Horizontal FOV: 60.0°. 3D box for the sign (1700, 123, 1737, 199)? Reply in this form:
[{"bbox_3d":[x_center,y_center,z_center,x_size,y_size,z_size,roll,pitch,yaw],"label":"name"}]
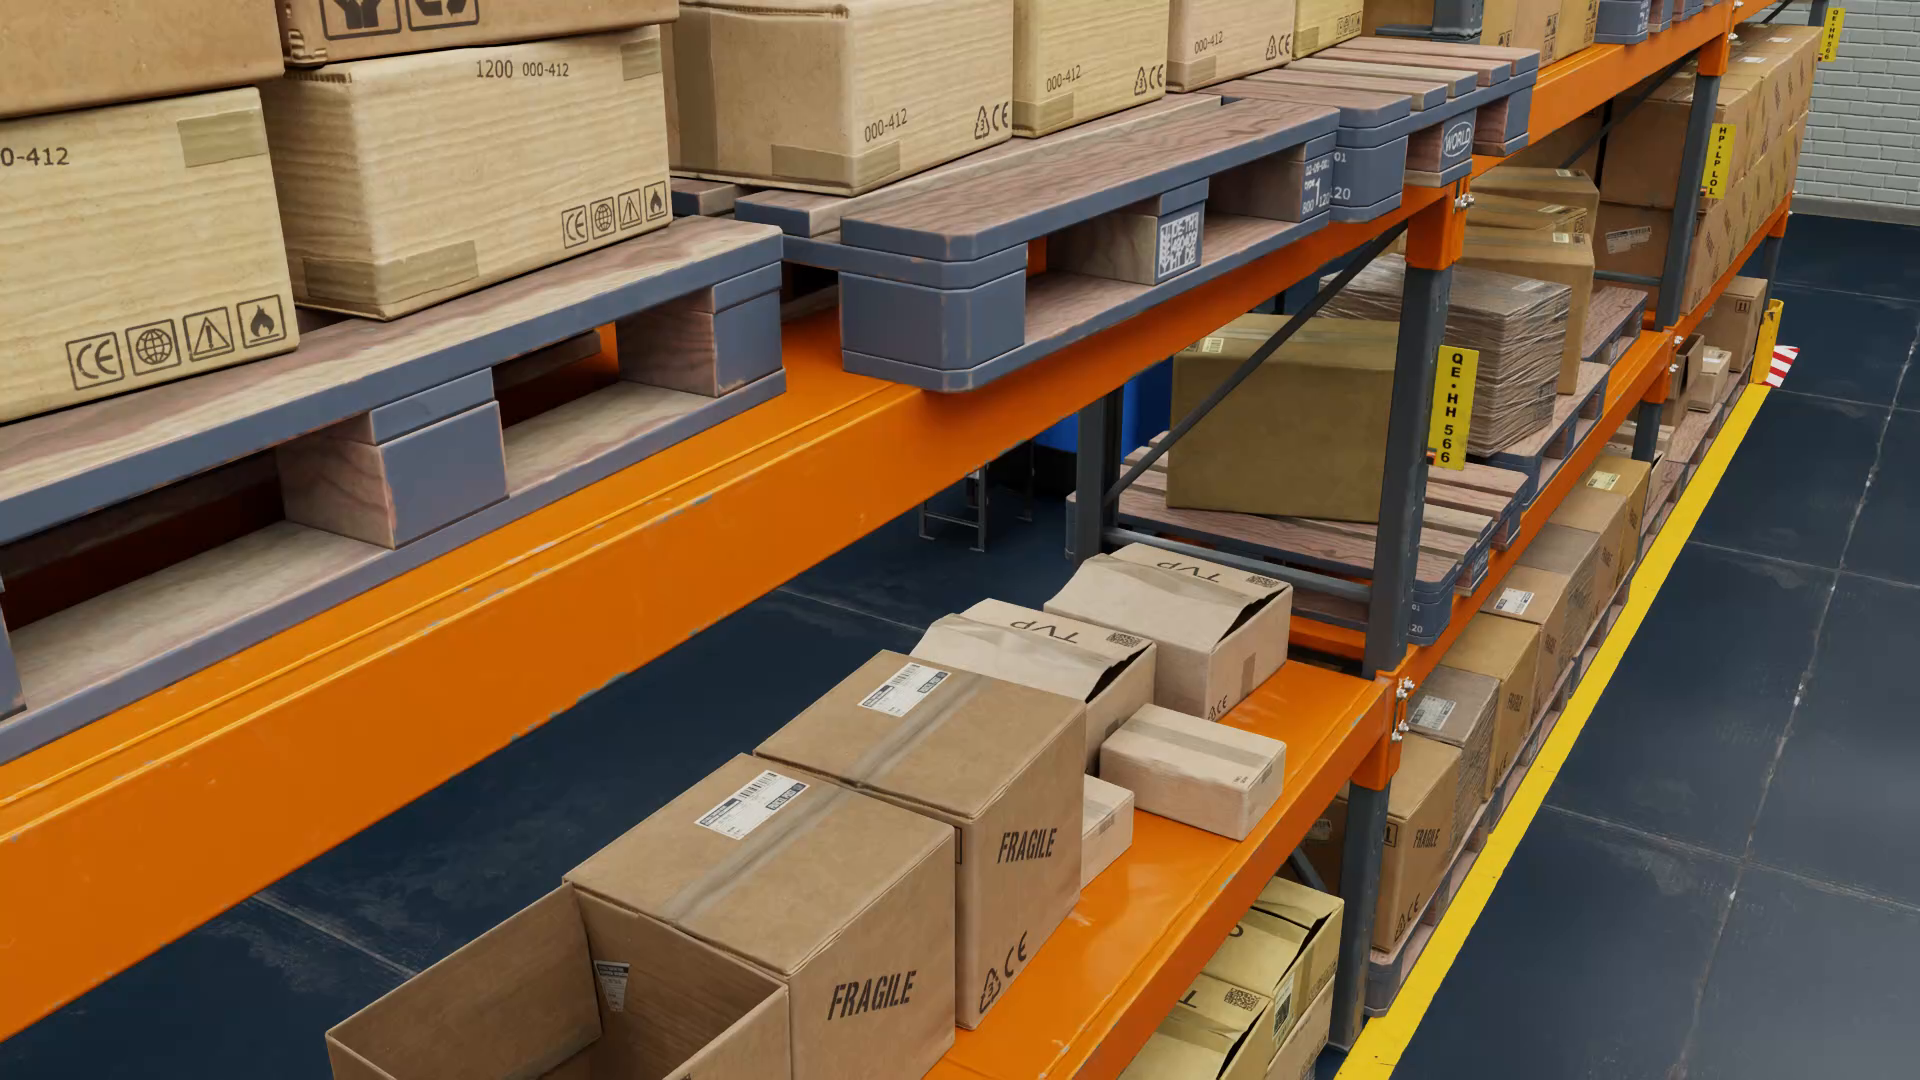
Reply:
[{"bbox_3d":[3.382,-1.689,7.419,0.100,0.325,0.005,14,27,29],"label":"sign"}]

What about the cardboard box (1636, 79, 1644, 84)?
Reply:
[{"bbox_3d":[3.223,-2.176,8.617,0.500,0.500,0.500,13,27,28],"label":"cardboard box"}]

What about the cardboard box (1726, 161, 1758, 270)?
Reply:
[{"bbox_3d":[3.942,-1.776,8.950,0.500,0.500,0.500,14,27,29],"label":"cardboard box"}]

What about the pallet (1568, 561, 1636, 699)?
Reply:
[{"bbox_3d":[2.512,0.289,7.817,1.003,0.211,1.213,14,27,29],"label":"pallet"}]

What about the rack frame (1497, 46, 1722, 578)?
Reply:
[{"bbox_3d":[2.909,-1.273,7.915,1.000,3.000,0.127,14,27,29],"label":"rack frame"}]

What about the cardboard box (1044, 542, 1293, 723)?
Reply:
[{"bbox_3d":[0.570,0.232,4.552,0.500,0.311,0.500,16,28,32],"label":"cardboard box"}]

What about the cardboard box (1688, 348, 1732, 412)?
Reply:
[{"bbox_3d":[4.414,-1.014,10.223,0.500,0.250,0.500,14,27,29],"label":"cardboard box"}]

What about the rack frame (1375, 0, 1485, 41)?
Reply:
[{"bbox_3d":[0.799,-2.676,3.605,1.000,3.000,0.127,14,27,29],"label":"rack frame"}]

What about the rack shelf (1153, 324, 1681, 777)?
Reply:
[{"bbox_3d":[1.854,-0.268,6.499,1.077,0.370,4.000,14,27,29],"label":"rack shelf"}]

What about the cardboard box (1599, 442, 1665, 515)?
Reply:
[{"bbox_3d":[3.314,-0.337,8.584,0.500,0.311,0.500,14,27,29],"label":"cardboard box"}]

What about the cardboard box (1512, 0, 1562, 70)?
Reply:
[{"bbox_3d":[1.269,-1.672,4.935,0.910,0.500,0.500,14,27,29],"label":"cardboard box"}]

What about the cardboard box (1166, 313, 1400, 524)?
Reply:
[{"bbox_3d":[1.035,-0.398,5.239,0.700,0.500,0.500,5,24,11],"label":"cardboard box"}]

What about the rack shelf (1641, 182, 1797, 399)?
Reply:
[{"bbox_3d":[3.964,-1.618,9.617,1.077,0.370,4.000,14,27,29],"label":"rack shelf"}]

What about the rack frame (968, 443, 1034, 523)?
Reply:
[{"bbox_3d":[0.216,-1.102,8.652,0.400,2.100,0.015,14,27,29],"label":"rack frame"}]

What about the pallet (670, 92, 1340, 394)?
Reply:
[{"bbox_3d":[-0.071,-0.587,2.792,1.003,0.211,1.213,15,28,31],"label":"pallet"}]

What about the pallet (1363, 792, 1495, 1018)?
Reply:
[{"bbox_3d":[1.225,1.113,5.914,1.003,0.211,1.213,14,27,29],"label":"pallet"}]

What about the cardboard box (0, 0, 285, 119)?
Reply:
[{"bbox_3d":[-0.953,-0.617,1.341,0.500,0.500,0.500,14,27,30],"label":"cardboard box"}]

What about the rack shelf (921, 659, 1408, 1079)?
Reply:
[{"bbox_3d":[-0.256,1.082,3.380,1.077,0.370,4.000,14,27,29],"label":"rack shelf"}]

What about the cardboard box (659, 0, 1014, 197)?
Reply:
[{"bbox_3d":[-0.251,-0.706,2.489,0.500,0.250,0.500,11,26,25],"label":"cardboard box"}]

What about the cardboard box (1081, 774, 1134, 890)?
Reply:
[{"bbox_3d":[0.174,0.635,3.825,0.380,0.149,0.250,16,28,33],"label":"cardboard box"}]

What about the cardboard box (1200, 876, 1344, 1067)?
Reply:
[{"bbox_3d":[0.731,1.117,4.620,0.500,0.311,0.500,15,27,30],"label":"cardboard box"}]

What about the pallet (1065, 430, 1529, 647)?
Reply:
[{"bbox_3d":[1.096,-0.078,5.397,1.213,0.211,1.003,14,27,29],"label":"pallet"}]

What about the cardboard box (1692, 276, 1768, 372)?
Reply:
[{"bbox_3d":[4.941,-1.443,10.900,0.500,0.500,0.500,14,27,29],"label":"cardboard box"}]

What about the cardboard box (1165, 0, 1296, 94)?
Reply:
[{"bbox_3d":[0.346,-1.078,3.348,0.500,0.250,0.500,15,27,30],"label":"cardboard box"}]

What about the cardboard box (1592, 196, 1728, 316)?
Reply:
[{"bbox_3d":[3.409,-1.434,8.161,0.500,0.500,0.500,15,27,30],"label":"cardboard box"}]

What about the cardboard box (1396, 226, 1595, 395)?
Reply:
[{"bbox_3d":[2.029,-0.902,6.404,0.700,0.500,0.500,7,24,16],"label":"cardboard box"}]

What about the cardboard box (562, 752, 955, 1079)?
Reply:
[{"bbox_3d":[-0.350,0.779,3.050,0.500,0.500,0.500,14,27,29],"label":"cardboard box"}]

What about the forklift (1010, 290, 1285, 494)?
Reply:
[{"bbox_3d":[1.369,-2.056,9.810,1.130,2.935,3.031,16,28,33],"label":"forklift"}]

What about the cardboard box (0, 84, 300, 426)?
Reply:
[{"bbox_3d":[-0.978,-0.279,1.504,0.500,0.250,0.500,17,29,34],"label":"cardboard box"}]

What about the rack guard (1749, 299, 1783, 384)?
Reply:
[{"bbox_3d":[4.978,-1.450,11.471,1.175,0.500,0.348,14,27,29],"label":"rack guard"}]

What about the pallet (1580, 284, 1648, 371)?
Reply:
[{"bbox_3d":[2.394,-0.938,7.383,1.003,0.211,1.213,14,27,29],"label":"pallet"}]

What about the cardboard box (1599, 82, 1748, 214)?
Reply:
[{"bbox_3d":[3.396,-1.878,7.928,0.500,0.500,0.500,15,27,30],"label":"cardboard box"}]

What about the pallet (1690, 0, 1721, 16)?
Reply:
[{"bbox_3d":[2.505,-2.358,6.882,1.213,0.211,1.003,14,27,29],"label":"pallet"}]

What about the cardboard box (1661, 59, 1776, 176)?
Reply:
[{"bbox_3d":[3.939,-2.225,8.731,0.500,0.500,0.500,13,27,27],"label":"cardboard box"}]

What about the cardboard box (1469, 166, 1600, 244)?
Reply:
[{"bbox_3d":[2.469,-1.399,7.551,0.700,0.500,0.500,5,24,11],"label":"cardboard box"}]

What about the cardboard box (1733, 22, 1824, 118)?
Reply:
[{"bbox_3d":[5.017,-2.920,10.335,0.500,0.500,0.500,14,27,29],"label":"cardboard box"}]

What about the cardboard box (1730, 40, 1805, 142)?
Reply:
[{"bbox_3d":[4.482,-2.573,9.534,0.500,0.500,0.500,15,27,30],"label":"cardboard box"}]

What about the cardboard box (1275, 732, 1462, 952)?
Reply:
[{"bbox_3d":[1.281,0.928,5.422,0.500,0.500,0.500,15,28,31],"label":"cardboard box"}]

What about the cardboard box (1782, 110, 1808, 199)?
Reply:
[{"bbox_3d":[5.013,-2.461,10.533,0.500,0.500,0.500,15,27,31],"label":"cardboard box"}]

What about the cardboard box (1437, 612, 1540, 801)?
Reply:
[{"bbox_3d":[1.822,0.582,6.222,0.500,0.500,0.500,13,27,28],"label":"cardboard box"}]

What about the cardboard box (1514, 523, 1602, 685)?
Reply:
[{"bbox_3d":[2.359,0.233,7.029,0.500,0.500,0.500,14,27,30],"label":"cardboard box"}]

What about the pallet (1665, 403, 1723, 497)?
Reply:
[{"bbox_3d":[3.914,-0.638,9.959,1.003,0.211,1.213,14,27,29],"label":"pallet"}]

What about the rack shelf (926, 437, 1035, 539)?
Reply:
[{"bbox_3d":[0.087,-0.365,8.745,0.431,0.518,0.480,14,27,29],"label":"rack shelf"}]

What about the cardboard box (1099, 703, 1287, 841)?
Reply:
[{"bbox_3d":[0.559,0.554,4.011,0.380,0.149,0.250,14,27,29],"label":"cardboard box"}]

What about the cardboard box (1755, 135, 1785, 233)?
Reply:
[{"bbox_3d":[4.475,-2.118,9.740,0.500,0.500,0.500,14,27,29],"label":"cardboard box"}]

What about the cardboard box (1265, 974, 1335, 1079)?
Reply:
[{"bbox_3d":[0.728,1.375,4.731,0.500,0.250,0.500,15,27,30],"label":"cardboard box"}]

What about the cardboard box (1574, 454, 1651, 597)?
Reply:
[{"bbox_3d":[2.892,-0.101,7.801,0.500,0.500,0.500,14,27,29],"label":"cardboard box"}]

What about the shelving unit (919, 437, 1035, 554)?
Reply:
[{"bbox_3d":[0.087,-1.019,8.462,0.431,2.100,0.503,14,27,29],"label":"shelving unit"}]
